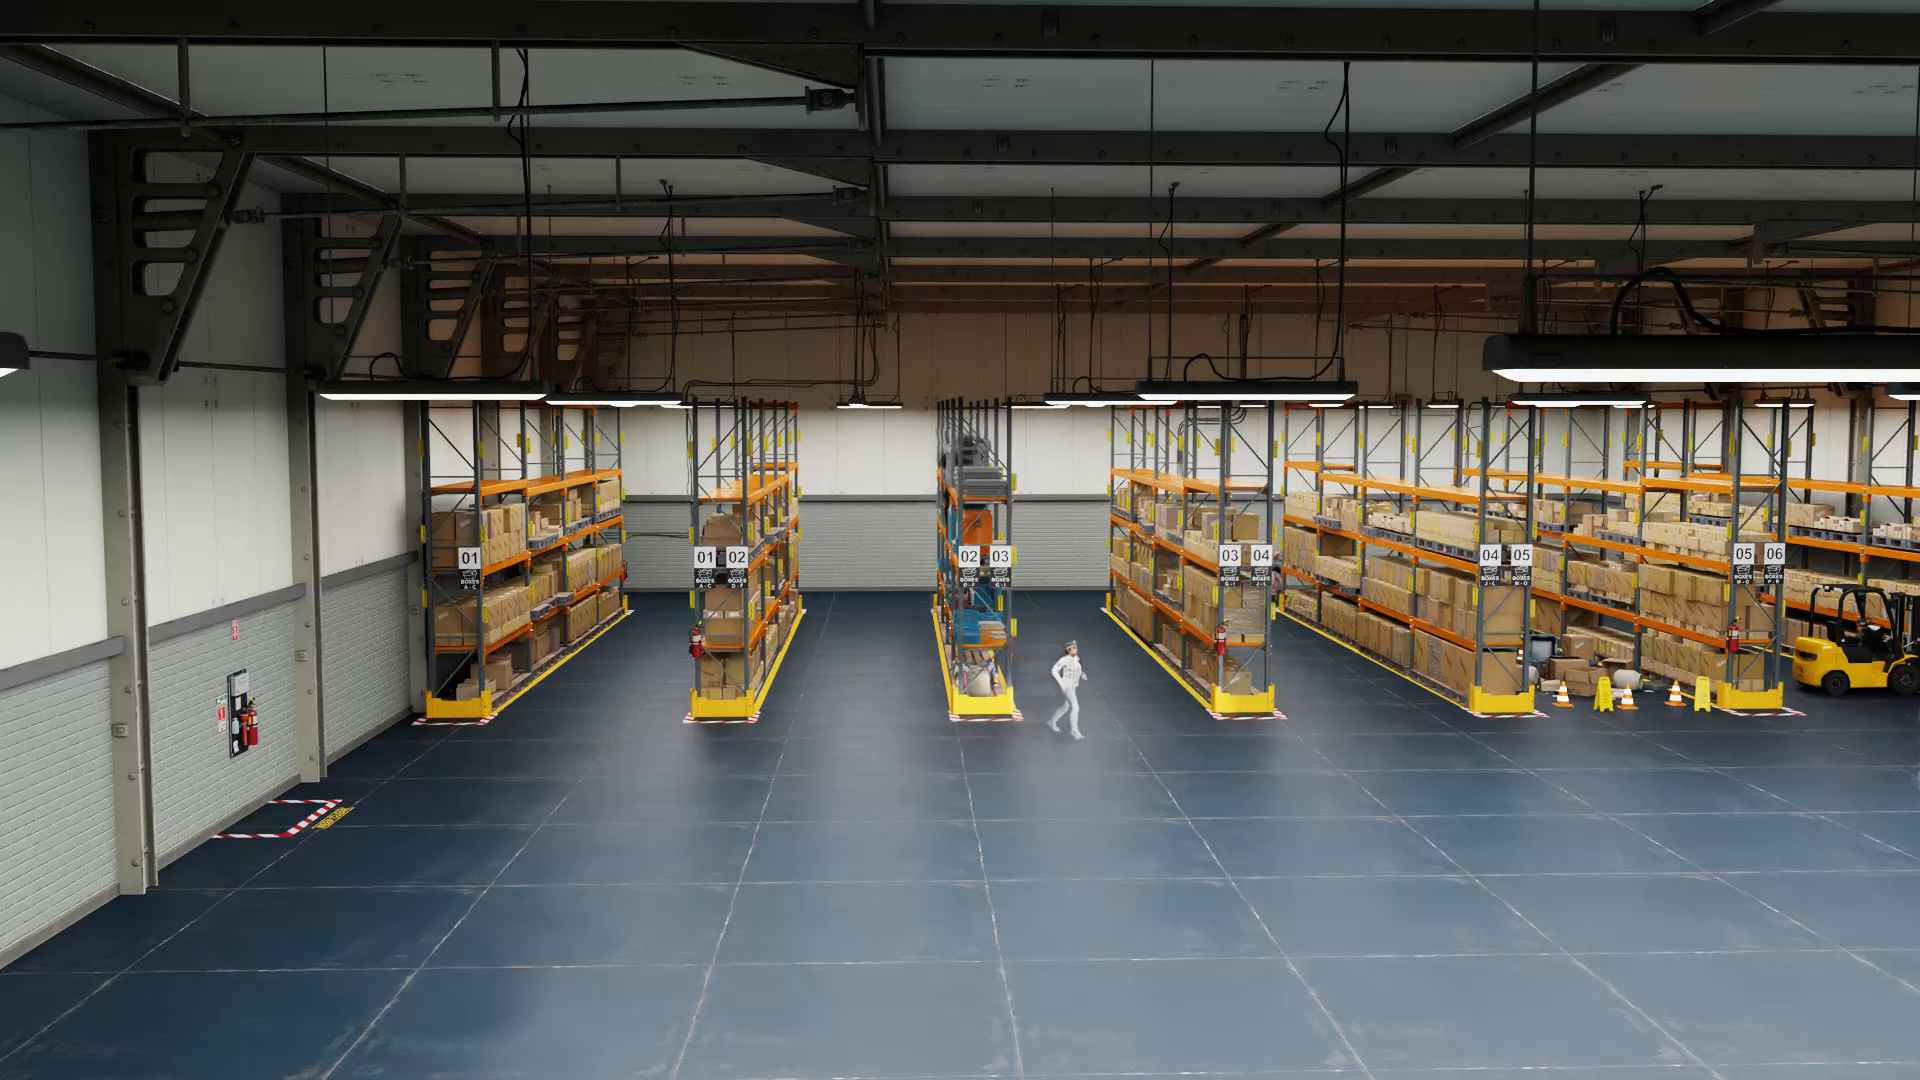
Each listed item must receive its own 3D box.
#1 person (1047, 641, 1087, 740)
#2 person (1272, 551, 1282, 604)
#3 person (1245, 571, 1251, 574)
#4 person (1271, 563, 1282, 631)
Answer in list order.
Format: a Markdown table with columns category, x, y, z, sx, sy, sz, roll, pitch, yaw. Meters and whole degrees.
| category | x | y | z | sx | sy | sz | roll | pitch | yaw |
| --- | --- | --- | --- | --- | --- | --- | --- | --- | --- |
| person | 1.884 | 2.613 | 29.267 | 0.812 | 1.732 | 0.611 | 3 | 5 | 33 |
| person | 9.200 | 1.137 | 49.040 | 0.665 | 1.654 | 0.773 | 1 | 4 | 9 |
| person | 7.978 | 1.250 | 46.837 | 0.747 | 1.743 | 0.728 | 1 | 4 | 8 |
| person | 8.149 | 1.457 | 43.943 | 0.657 | 1.791 | 1.073 | 0 | 4 | -5 |
